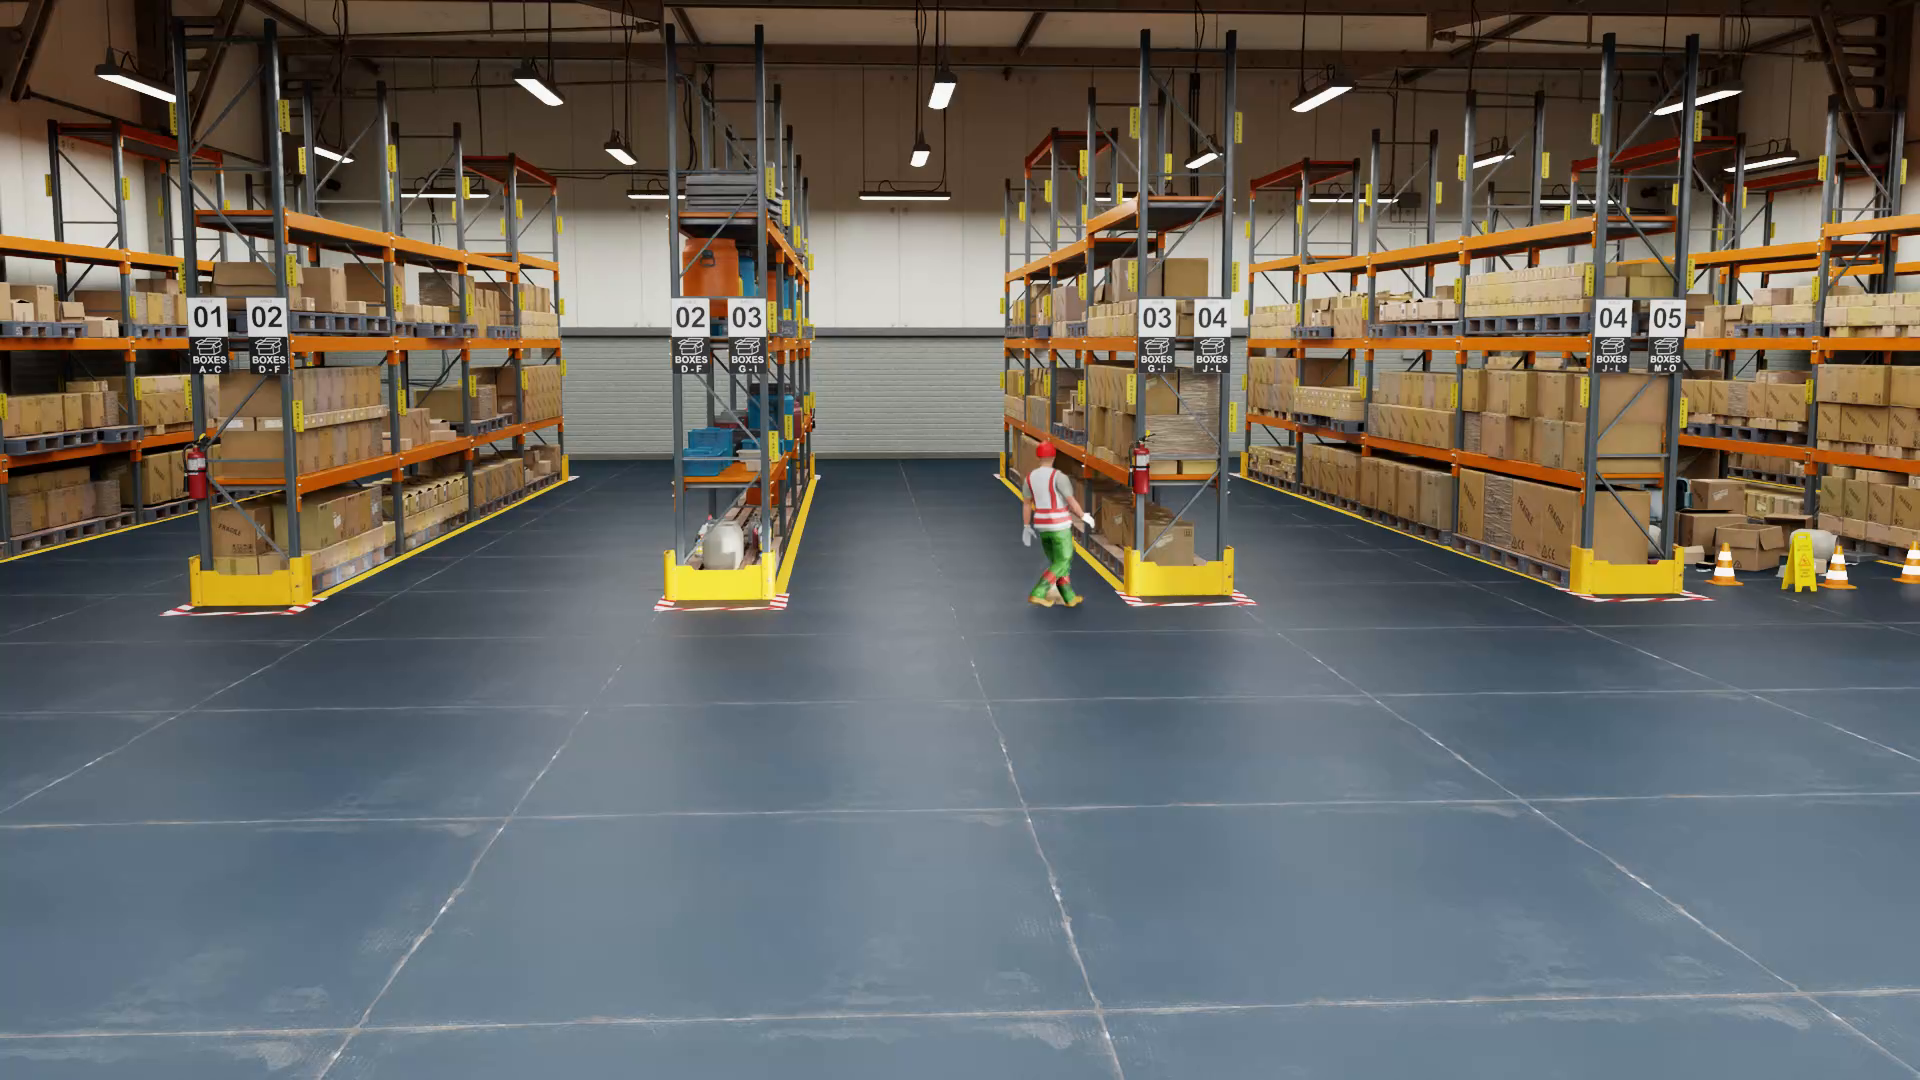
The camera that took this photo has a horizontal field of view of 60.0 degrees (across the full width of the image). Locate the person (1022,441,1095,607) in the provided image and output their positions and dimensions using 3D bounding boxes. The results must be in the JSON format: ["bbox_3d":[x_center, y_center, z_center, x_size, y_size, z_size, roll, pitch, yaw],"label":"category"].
[{"bbox_3d":[1.009,-0.146,16.989,0.622,1.743,0.959,6,9,40],"label":"person"}]
